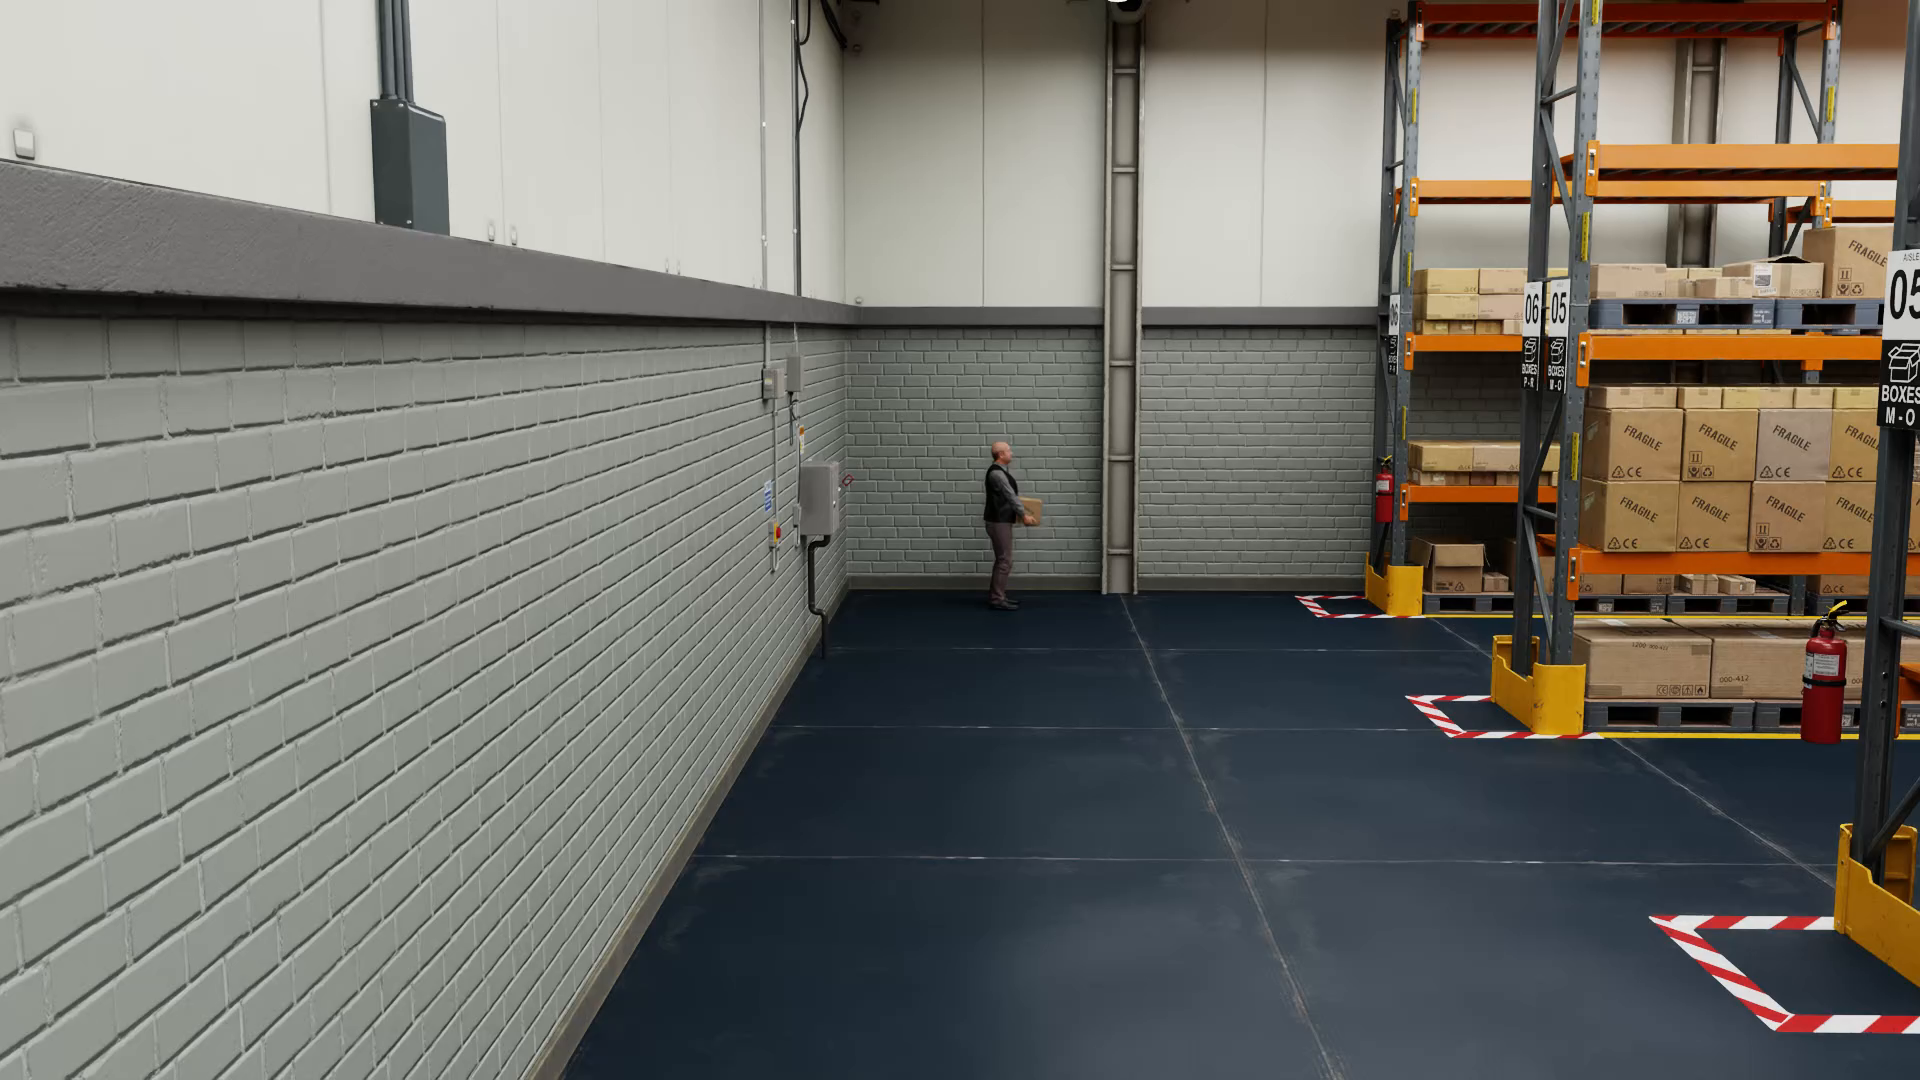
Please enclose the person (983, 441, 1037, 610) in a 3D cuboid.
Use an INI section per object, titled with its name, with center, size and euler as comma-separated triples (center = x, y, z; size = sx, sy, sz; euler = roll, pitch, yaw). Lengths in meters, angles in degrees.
[person]
center = 0.514, -0.155, 17.119
size = 0.550, 1.720, 0.495
euler = 0, 7, 1
